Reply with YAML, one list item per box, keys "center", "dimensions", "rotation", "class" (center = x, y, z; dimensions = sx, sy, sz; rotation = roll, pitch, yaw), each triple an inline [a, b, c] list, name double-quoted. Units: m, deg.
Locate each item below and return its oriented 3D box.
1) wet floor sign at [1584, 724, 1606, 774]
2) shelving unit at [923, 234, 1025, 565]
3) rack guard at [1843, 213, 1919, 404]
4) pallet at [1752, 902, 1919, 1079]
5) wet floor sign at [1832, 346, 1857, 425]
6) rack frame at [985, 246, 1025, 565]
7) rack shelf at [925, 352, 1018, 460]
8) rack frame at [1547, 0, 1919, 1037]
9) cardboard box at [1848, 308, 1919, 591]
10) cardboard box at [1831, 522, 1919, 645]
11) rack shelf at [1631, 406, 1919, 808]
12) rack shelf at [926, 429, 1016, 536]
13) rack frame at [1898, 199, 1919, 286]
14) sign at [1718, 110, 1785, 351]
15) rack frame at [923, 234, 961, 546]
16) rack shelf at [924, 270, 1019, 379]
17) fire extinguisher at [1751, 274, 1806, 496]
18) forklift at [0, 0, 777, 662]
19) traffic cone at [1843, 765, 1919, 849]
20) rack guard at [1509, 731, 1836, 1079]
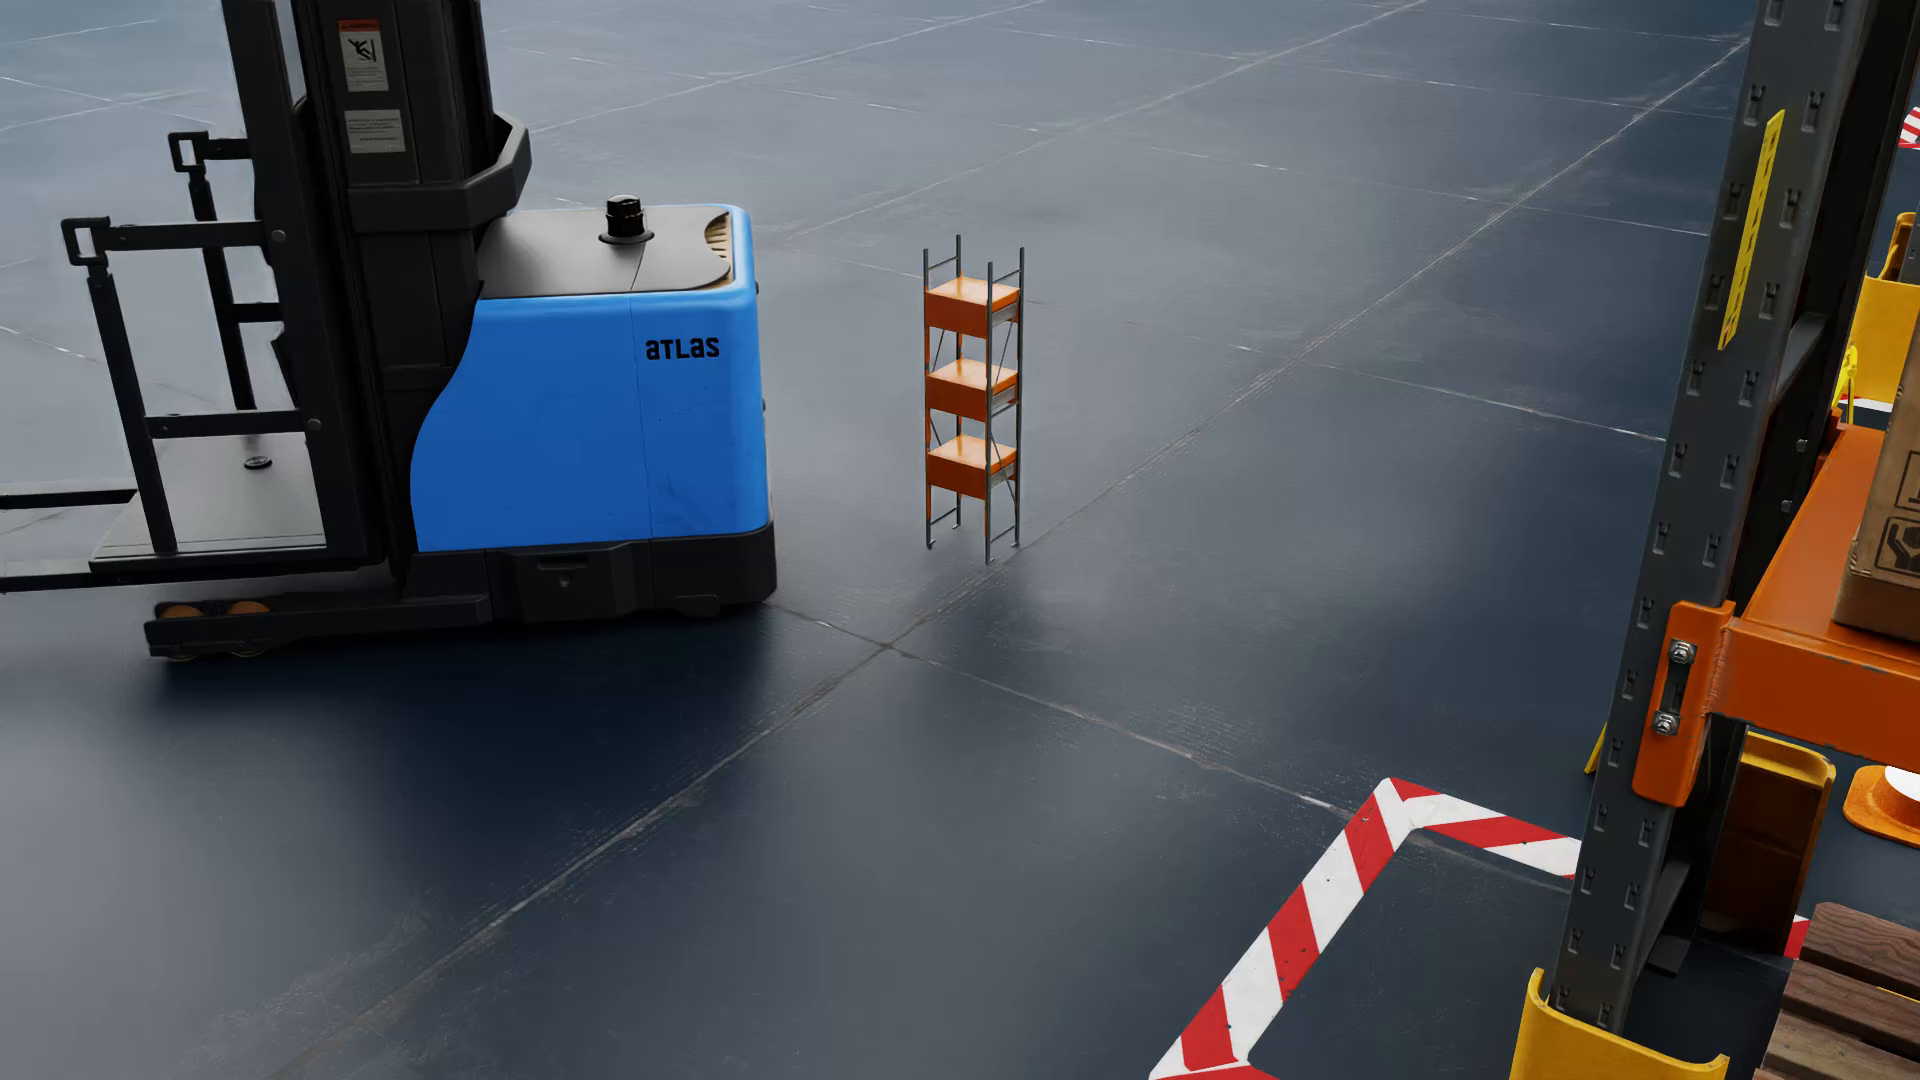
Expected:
- center: [1.869, 0.350, 4.350]
  dimensions: [0.267, 0.644, 0.232]
  rotation: [-18, 32, -31]
  class: "wet floor sign"
- center: [0.044, -0.454, 5.485]
  dimensions: [0.252, 1.050, 0.215]
  rotation: [17, 32, 30]
  class: "shelving unit"
- center: [4.120, -1.019, 7.201]
  dimensions: [0.348, 0.500, 1.175]
  rotation: [17, 32, 30]
  class: "rack guard"
- center: [2.132, 1.234, 3.093]
  dimensions: [1.213, 0.211, 1.003]
  rotation: [17, 32, 30]
  class: "pallet"
- center: [2.994, -0.345, 5.716]
  dimensions: [0.232, 0.644, 0.267]
  rotation: [12, 29, 22]
  class: "wet floor sign"
- center: [0.145, -0.423, 5.423]
  dimensions: [0.008, 1.050, 0.200]
  rotation: [17, 32, 30]
  class: "rack frame"
- center: [0.044, -0.445, 5.490]
  dimensions: [0.240, 0.259, 0.215]
  rotation: [17, 32, 30]
  class: "rack shelf"
- center: [1.420, -0.250, 2.935]
  dimensions: [0.127, 3.000, 1.000]
  rotation: [17, 32, 30]
  class: "rack frame"
- center: [1.654, -0.202, 2.402]
  dimensions: [0.500, 0.500, 0.500]
  rotation: [17, 31, 30]
  class: "cardboard box"
- center: [1.583, 0.026, 2.668]
  dimensions: [0.250, 0.149, 0.380]
  rotation: [17, 32, 31]
  class: "cardboard box"
- center: [3.069, 0.584, 2.089]
  dimensions: [4.000, 0.370, 1.077]
  rotation: [17, 32, 30]
  class: "rack shelf"
- center: [0.044, -0.197, 5.616]
  dimensions: [0.240, 0.259, 0.215]
  rotation: [17, 32, 30]
  class: "rack shelf"
- center: [4.139, -2.127, 6.622]
  dimensions: [0.127, 3.000, 1.000]
  rotation: [17, 32, 30]
  class: "rack frame"
- center: [1.113, -0.433, 2.340]
  dimensions: [0.005, 0.325, 0.100]
  rotation: [17, 32, 30]
  class: "sign"
- center: [-0.056, -0.485, 5.546]
  dimensions: [0.008, 1.050, 0.200]
  rotation: [17, 32, 30]
  class: "rack frame"
- center: [0.044, -0.698, 5.361]
  dimensions: [0.240, 0.259, 0.215]
  rotation: [17, 32, 30]
  class: "rack shelf"
- center: [1.587, -0.417, 3.348]
  dimensions: [0.183, 0.674, 0.296]
  rotation: [17, 32, 30]
  class: "fire extinguisher"
- center: [-2.141, -1.194, 4.865]
  dimensions: [3.031, 2.935, 1.130]
  rotation: [-3, 27, -7]
  class: "forklift"
- center: [2.505, 0.508, 4.241]
  dimensions: [0.334, 0.463, 0.336]
  rotation: [17, 32, 30]
  class: "traffic cone"
- center: [1.483, 0.883, 3.463]
  dimensions: [0.348, 0.500, 1.175]
  rotation: [17, 32, 30]
  class: "rack guard"
